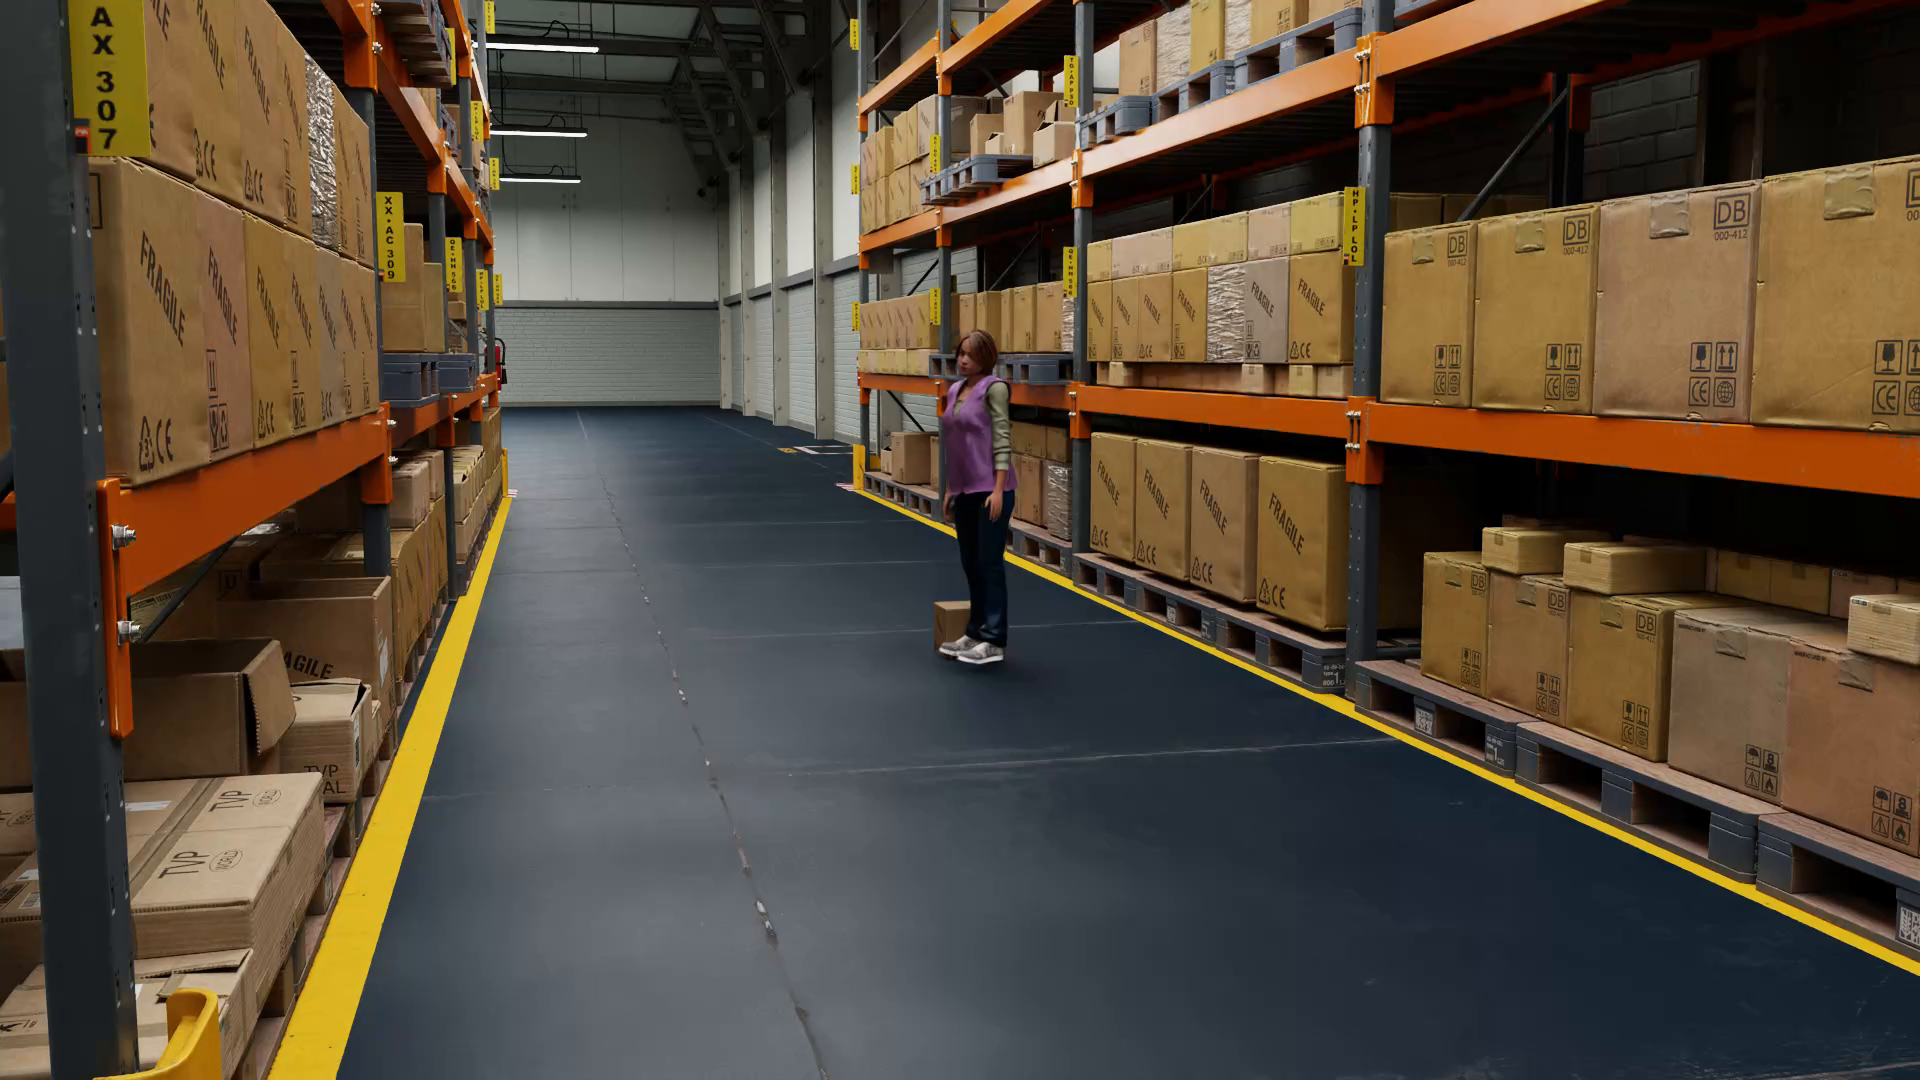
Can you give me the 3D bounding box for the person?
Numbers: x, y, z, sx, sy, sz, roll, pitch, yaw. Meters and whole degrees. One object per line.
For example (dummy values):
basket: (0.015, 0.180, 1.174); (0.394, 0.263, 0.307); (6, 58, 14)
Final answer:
person: (0.065, -0.207, 7.998); (0.408, 1.602, 0.499); (-5, 8, -37)
